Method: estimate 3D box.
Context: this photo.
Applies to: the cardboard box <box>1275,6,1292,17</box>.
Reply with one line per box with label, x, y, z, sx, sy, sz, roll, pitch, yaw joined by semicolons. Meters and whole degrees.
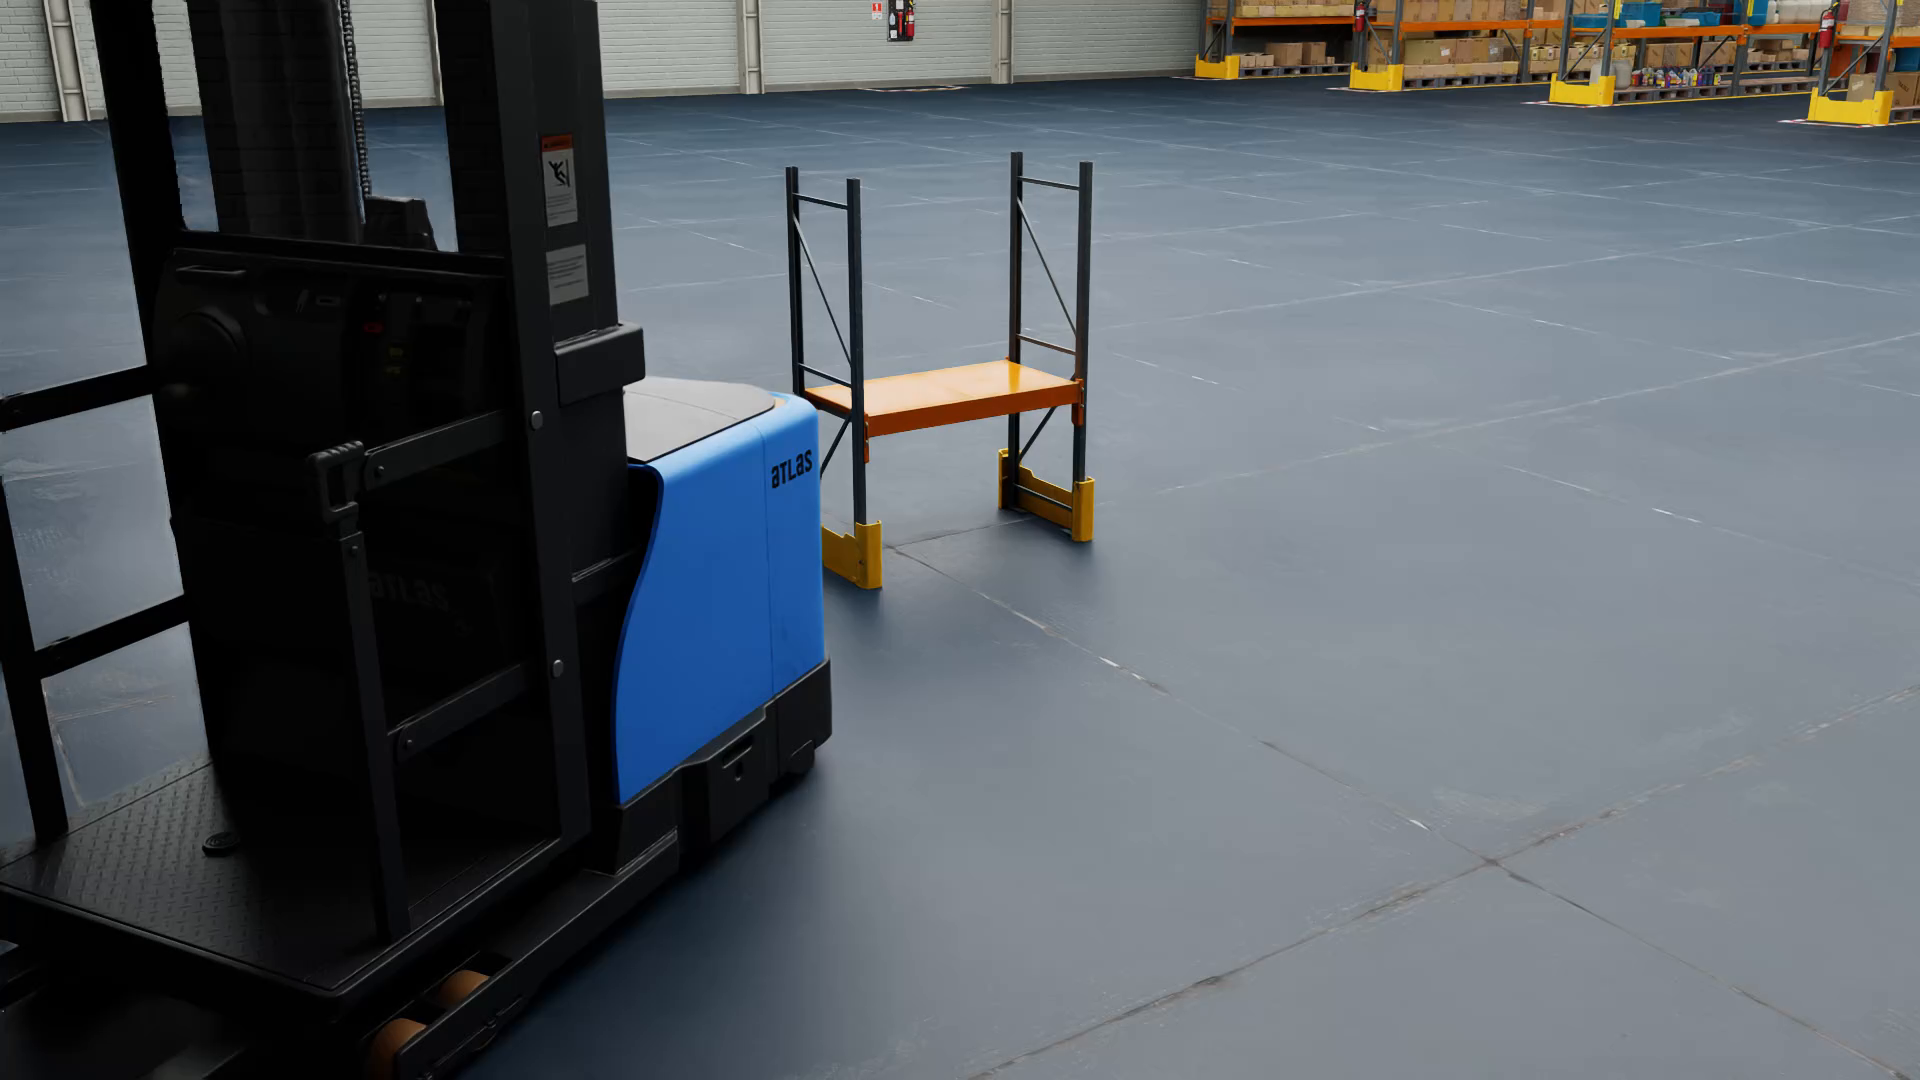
cardboard box;7.245;-12.124;38.125;0.500;0.250;0.500;-12;22;-32

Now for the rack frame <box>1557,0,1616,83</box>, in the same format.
rack frame;11.257;-9.351;29.720;0.127;3.000;1.000;-12;22;-31

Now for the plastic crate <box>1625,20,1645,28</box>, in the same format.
plastic crate;12.181;-9.298;29.974;0.250;0.136;0.298;-12;22;-31

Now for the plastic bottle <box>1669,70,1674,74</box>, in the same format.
plastic bottle;13.640;-8.882;31.908;0.097;0.271;0.097;0;19;0

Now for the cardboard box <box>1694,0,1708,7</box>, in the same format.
cardboard box;17.116;-12.709;38.841;0.700;0.500;0.500;16;24;39

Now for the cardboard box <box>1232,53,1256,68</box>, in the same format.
cardboard box;6.435;-11.033;38.208;0.500;0.311;0.500;-15;24;-37

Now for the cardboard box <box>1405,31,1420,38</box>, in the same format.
cardboard box;10.980;-12.473;41.001;0.500;0.250;0.500;-12;22;-32

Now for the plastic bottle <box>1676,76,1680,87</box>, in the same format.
plastic bottle;13.395;-8.565;31.079;0.097;0.201;0.097;0;19;0

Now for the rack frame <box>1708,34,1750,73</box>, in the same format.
rack frame;18.558;-12.790;39.894;0.127;3.000;1.000;-12;22;-31

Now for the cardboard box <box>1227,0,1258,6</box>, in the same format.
cardboard box;6.372;-12.298;37.470;0.500;0.500;0.500;-12;22;-31

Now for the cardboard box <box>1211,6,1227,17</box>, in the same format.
cardboard box;6.092;-12.073;37.977;0.500;0.250;0.500;-12;22;-31

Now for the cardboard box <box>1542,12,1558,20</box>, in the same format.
cardboard box;12.729;-11.363;36.066;0.250;0.149;0.380;-12;22;-31

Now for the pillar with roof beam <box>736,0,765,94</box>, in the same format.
pillar with roof beam;-1.737;-11.932;27.989;0.400;9.000;9.100;-12;22;-31

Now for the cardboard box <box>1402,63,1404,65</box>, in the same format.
cardboard box;9.232;-9.838;34.798;0.500;0.250;0.500;-12;22;-31

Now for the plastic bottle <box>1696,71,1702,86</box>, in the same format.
plastic bottle;13.945;-8.713;31.388;0.133;0.283;0.061;-10;21;-28

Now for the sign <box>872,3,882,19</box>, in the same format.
sign;-1.697;-10.821;34.012;0.234;0.329;0.001;-12;22;-31

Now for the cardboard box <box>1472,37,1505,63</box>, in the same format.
cardboard box;11.185;-10.408;35.313;0.500;0.500;0.500;-12;22;-31

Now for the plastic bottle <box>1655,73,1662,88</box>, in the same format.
plastic bottle;12.942;-8.503;30.785;0.097;0.271;0.097;0;19;0

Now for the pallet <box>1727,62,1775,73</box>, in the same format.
pallet;19.132;-11.590;40.697;1.213;0.211;1.003;-12;22;-31

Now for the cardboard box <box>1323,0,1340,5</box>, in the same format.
cardboard box;8.510;-12.744;38.788;0.500;0.500;0.500;-12;22;-32

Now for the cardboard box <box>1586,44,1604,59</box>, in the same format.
cardboard box;14.061;-10.908;37.088;0.500;0.311;0.500;-12;22;-32

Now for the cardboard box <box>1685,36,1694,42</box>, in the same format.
cardboard box;17.185;-11.973;39.523;0.500;0.250;0.500;-12;22;-31

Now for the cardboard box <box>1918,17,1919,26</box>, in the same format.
cardboard box;14.807;-8.424;26.358;0.500;0.500;0.875;-12;22;-31

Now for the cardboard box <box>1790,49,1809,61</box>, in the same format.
cardboard box;20.770;-12.080;41.398;0.500;0.250;0.500;-12;22;-31

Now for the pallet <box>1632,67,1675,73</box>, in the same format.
pallet;15.861;-10.886;38.615;1.213;0.211;1.003;-12;22;-31

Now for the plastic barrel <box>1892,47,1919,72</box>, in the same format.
plastic barrel;20.224;-10.453;35.603;0.708;0.901;0.600;-12;22;-31

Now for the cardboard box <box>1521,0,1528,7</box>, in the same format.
cardboard box;14.324;-13.895;42.511;0.500;0.500;0.500;-11;22;-30

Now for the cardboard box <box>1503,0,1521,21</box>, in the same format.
cardboard box;11.509;-11.349;35.473;0.500;0.500;0.700;-13;22;-33

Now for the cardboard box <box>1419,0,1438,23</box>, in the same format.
cardboard box;9.369;-10.896;34.136;0.500;0.500;0.700;-11;22;-30

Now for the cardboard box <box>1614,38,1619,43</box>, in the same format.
cardboard box;17.362;-13.411;44.977;0.500;0.500;0.700;-11;22;-30

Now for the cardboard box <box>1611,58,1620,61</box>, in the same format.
cardboard box;14.483;-10.732;37.444;0.500;0.250;0.500;-12;22;-32

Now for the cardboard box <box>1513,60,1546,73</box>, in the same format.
cardboard box;12.349;-10.282;36.113;0.500;0.250;0.500;-13;22;-33

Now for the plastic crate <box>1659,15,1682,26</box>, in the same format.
plastic crate;13.309;-9.791;31.355;0.662;0.188;0.450;-12;22;-31

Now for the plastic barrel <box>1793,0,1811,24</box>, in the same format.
plastic barrel;16.491;-10.435;32.715;0.433;0.535;0.433;0;19;0

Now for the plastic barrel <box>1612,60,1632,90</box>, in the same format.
plastic barrel;12.183;-8.596;30.716;0.421;0.512;0.421;0;19;0

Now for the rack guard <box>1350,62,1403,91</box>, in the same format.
rack guard;8.516;-9.488;34.029;0.348;0.500;1.175;-12;22;-31

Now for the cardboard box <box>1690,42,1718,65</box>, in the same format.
cardboard box;17.467;-11.478;39.228;0.500;0.500;0.500;-12;22;-31

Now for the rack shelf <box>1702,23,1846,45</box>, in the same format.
rack shelf;16.268;-10.067;32.962;4.000;0.370;1.077;-12;22;-31

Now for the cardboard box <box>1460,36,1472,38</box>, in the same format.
cardboard box;10.904;-10.544;35.718;0.500;0.500;0.500;-12;22;-31

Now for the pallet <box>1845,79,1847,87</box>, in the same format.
pallet;18.574;-9.589;34.779;1.213;0.211;1.003;-12;22;-31

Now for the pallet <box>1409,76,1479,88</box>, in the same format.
pallet;10.169;-9.715;35.151;1.213;0.211;1.003;-12;22;-31

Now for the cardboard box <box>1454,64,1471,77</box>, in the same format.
cardboard box;10.360;-9.872;34.898;0.500;0.250;0.500;-12;22;-31

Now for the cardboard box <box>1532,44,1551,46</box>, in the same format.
cardboard box;12.906;-10.872;36.981;0.500;0.311;0.500;-12;22;-32

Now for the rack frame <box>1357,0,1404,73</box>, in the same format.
rack frame;8.536;-10.676;33.641;0.127;3.000;1.000;-12;22;-31

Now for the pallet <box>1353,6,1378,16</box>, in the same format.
pallet;9.867;-12.710;39.957;1.213;0.211;1.003;-12;22;-31

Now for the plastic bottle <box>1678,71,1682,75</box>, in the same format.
plastic bottle;13.591;-8.697;31.340;0.133;0.283;0.061;-12;22;-31

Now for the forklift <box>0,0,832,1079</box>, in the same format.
forklift;-1.456;-0.406;3.368;1.130;2.935;3.031;9;20;24

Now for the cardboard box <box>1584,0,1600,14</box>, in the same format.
cardboard box;13.825;-11.833;36.906;0.500;0.500;0.500;-13;23;-34

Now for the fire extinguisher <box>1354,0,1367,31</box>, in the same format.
fire extinguisher;8.181;-10.743;33.960;0.183;0.674;0.296;-12;22;-31

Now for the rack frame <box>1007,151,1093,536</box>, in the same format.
rack frame;0.353;-0.785;6.725;0.032;1.500;0.500;-12;22;-31

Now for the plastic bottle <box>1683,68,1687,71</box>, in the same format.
plastic bottle;14.090;-9.032;32.352;0.097;0.271;0.097;0;19;0

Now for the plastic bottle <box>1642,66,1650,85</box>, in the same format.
plastic bottle;13.027;-8.837;31.649;0.185;0.351;0.144;-11;22;-29

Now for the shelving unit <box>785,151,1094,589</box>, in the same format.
shelving unit;-0.064;-0.697;6.465;1.083;1.500;0.587;-12;22;-31
